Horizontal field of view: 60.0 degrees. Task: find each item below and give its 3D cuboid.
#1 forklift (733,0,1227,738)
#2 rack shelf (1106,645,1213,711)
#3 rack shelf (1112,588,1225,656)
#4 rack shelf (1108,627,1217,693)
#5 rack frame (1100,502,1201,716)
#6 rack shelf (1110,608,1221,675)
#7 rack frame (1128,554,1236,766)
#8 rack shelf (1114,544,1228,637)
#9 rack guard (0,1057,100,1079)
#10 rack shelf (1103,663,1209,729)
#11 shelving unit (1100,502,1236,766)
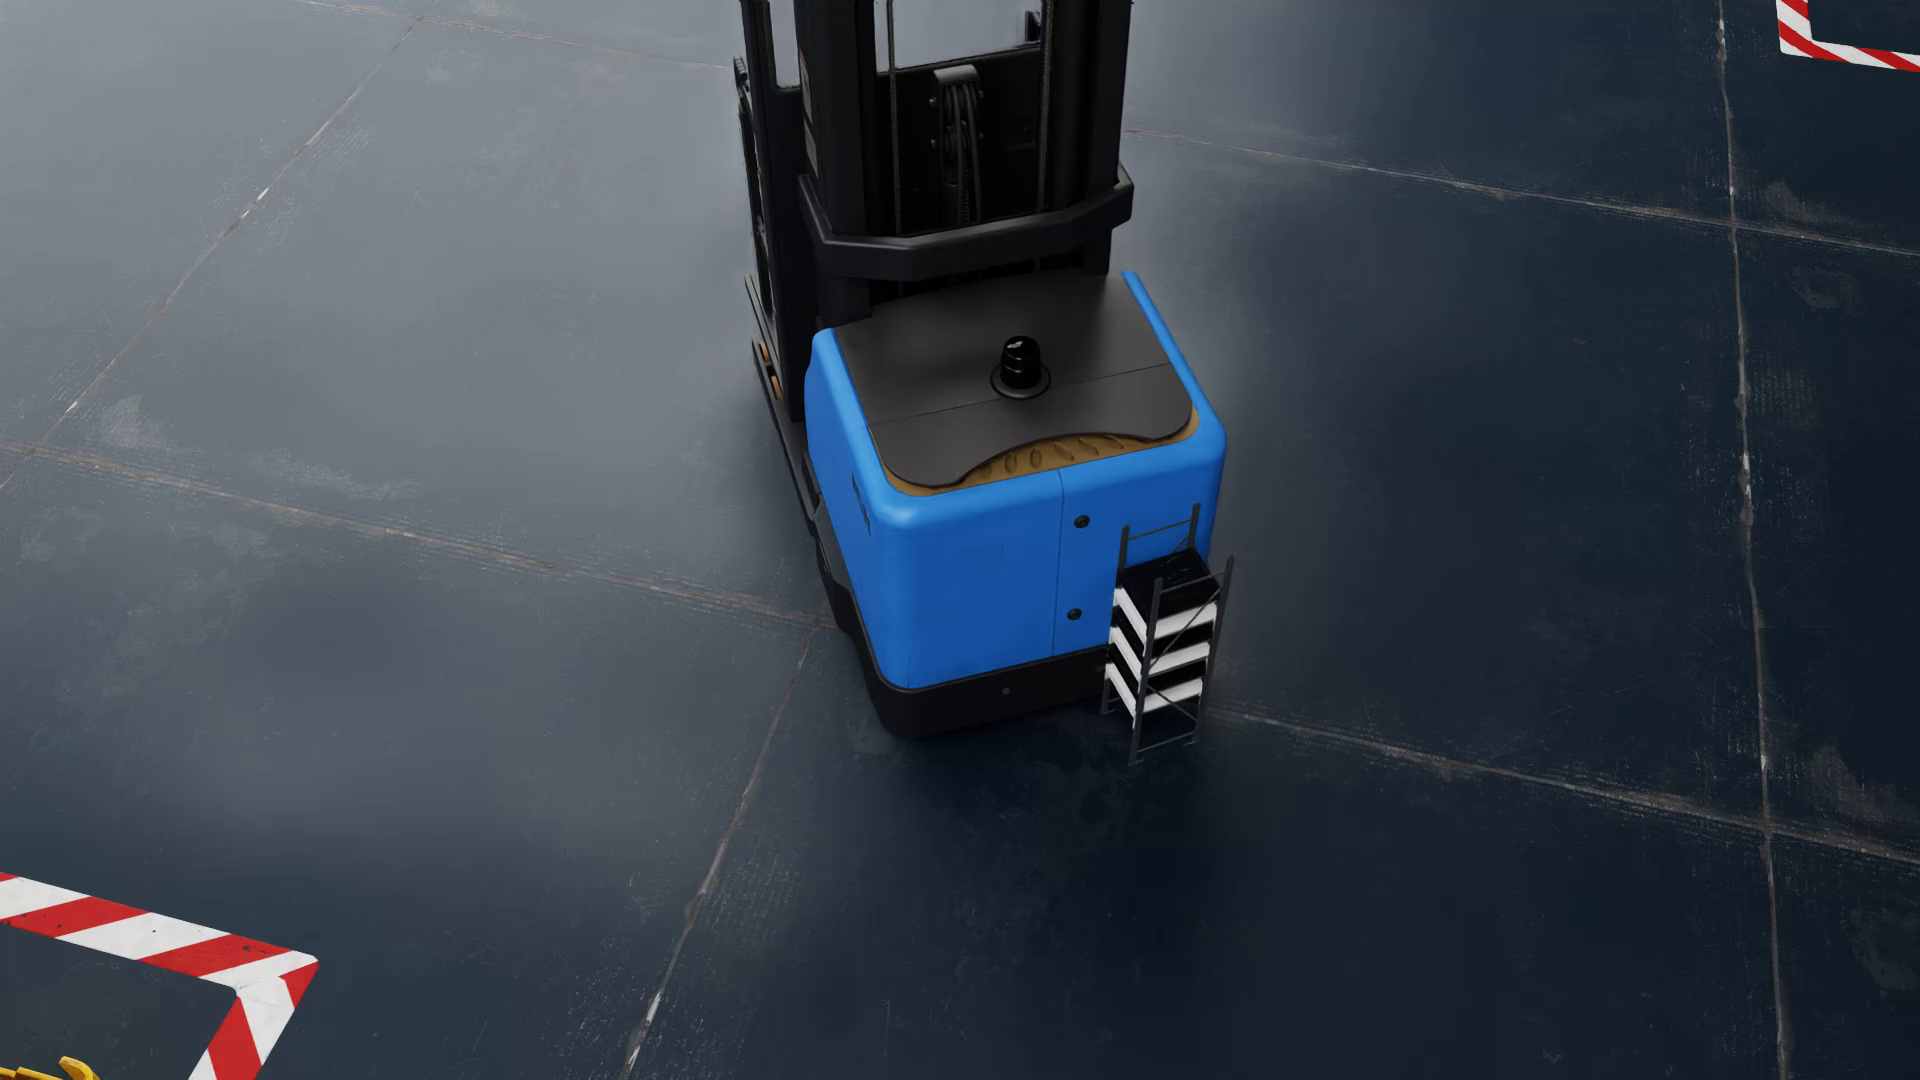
[{"bbox_3d":[-0.145,-1.492,5.112,1.130,2.935,3.031,-12,50,-11],"label":"forklift"},{"bbox_3d":[0.596,0.377,4.980,0.258,0.077,0.200,-17,51,-14],"label":"rack shelf"},{"bbox_3d":[0.597,0.200,4.776,0.258,0.077,0.200,-17,51,-14],"label":"rack shelf"},{"bbox_3d":[0.596,0.318,4.912,0.258,0.077,0.200,-17,51,-14],"label":"rack shelf"},{"bbox_3d":[0.558,0.225,4.948,0.240,0.900,0.006,-17,51,-14],"label":"rack frame"},{"bbox_3d":[0.596,0.259,4.844,0.258,0.077,0.200,-17,51,-14],"label":"rack shelf"},{"bbox_3d":[0.634,0.368,4.825,0.240,0.900,0.006,-17,51,-14],"label":"rack frame"},{"bbox_3d":[0.597,0.142,4.708,0.258,0.077,0.200,-17,51,-14],"label":"rack shelf"},{"bbox_3d":[-2.651,1.437,4.149,1.175,0.500,0.348,12,50,10],"label":"rack guard"},{"bbox_3d":[0.595,0.436,5.048,0.258,0.077,0.200,-17,51,-14],"label":"rack shelf"},{"bbox_3d":[0.596,0.297,4.887,0.258,0.900,0.210,-17,51,-14],"label":"shelving unit"}]
